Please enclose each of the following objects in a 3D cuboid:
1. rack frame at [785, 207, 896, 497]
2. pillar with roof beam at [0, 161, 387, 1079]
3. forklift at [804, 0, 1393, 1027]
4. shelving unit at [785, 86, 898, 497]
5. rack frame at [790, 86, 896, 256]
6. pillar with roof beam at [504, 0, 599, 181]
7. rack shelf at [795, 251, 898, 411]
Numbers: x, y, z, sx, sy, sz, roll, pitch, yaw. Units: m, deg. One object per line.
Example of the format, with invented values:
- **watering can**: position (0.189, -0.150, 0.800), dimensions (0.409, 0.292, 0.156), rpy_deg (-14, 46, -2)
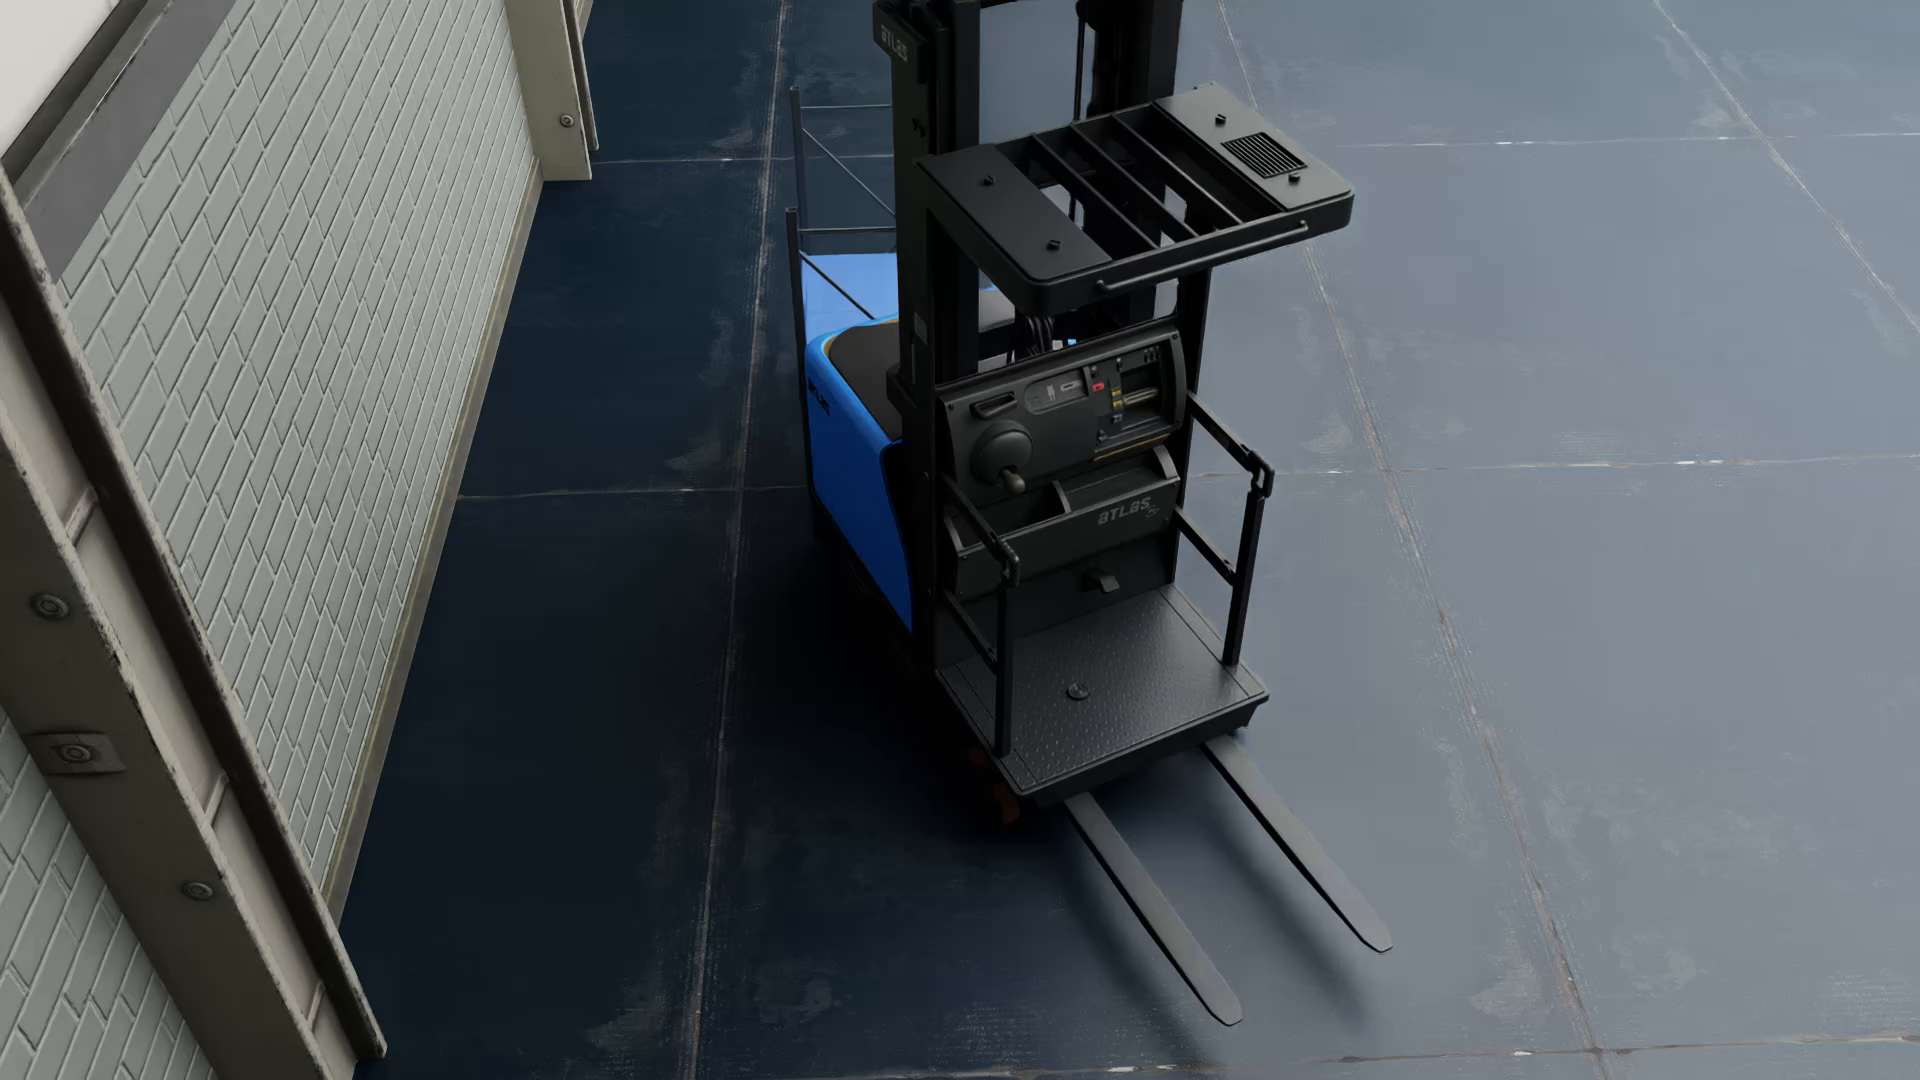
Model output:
- **rack frame**: position (-0.444, -0.771, 7.131), dimensions (0.500, 1.500, 0.032), rpy_deg (-2, 43, -2)
- **pillar with roof beam**: position (2.241, -1.619, 2.507), dimensions (9.100, 9.000, 0.400), rpy_deg (-2, 43, -2)
- **forklift**: position (0.473, -0.361, 5.624), dimensions (1.130, 2.935, 3.031), rpy_deg (-19, 46, -20)
- **shelving unit**: position (-0.474, -1.114, 7.505), dimensions (0.538, 1.500, 1.048), rpy_deg (-2, 43, -2)
- **rack frame**: position (-0.503, -1.457, 7.879), dimensions (0.500, 1.500, 0.032), rpy_deg (-2, 43, -2)
- **pillar with roof beam**: position (1.986, -5.670, 6.926), dimensions (9.100, 9.000, 0.400), rpy_deg (-2, 43, -2)
- **rack shelf**: position (-0.474, -0.981, 7.626), dimensions (0.538, 0.185, 1.000), rpy_deg (-2, 43, -2)
